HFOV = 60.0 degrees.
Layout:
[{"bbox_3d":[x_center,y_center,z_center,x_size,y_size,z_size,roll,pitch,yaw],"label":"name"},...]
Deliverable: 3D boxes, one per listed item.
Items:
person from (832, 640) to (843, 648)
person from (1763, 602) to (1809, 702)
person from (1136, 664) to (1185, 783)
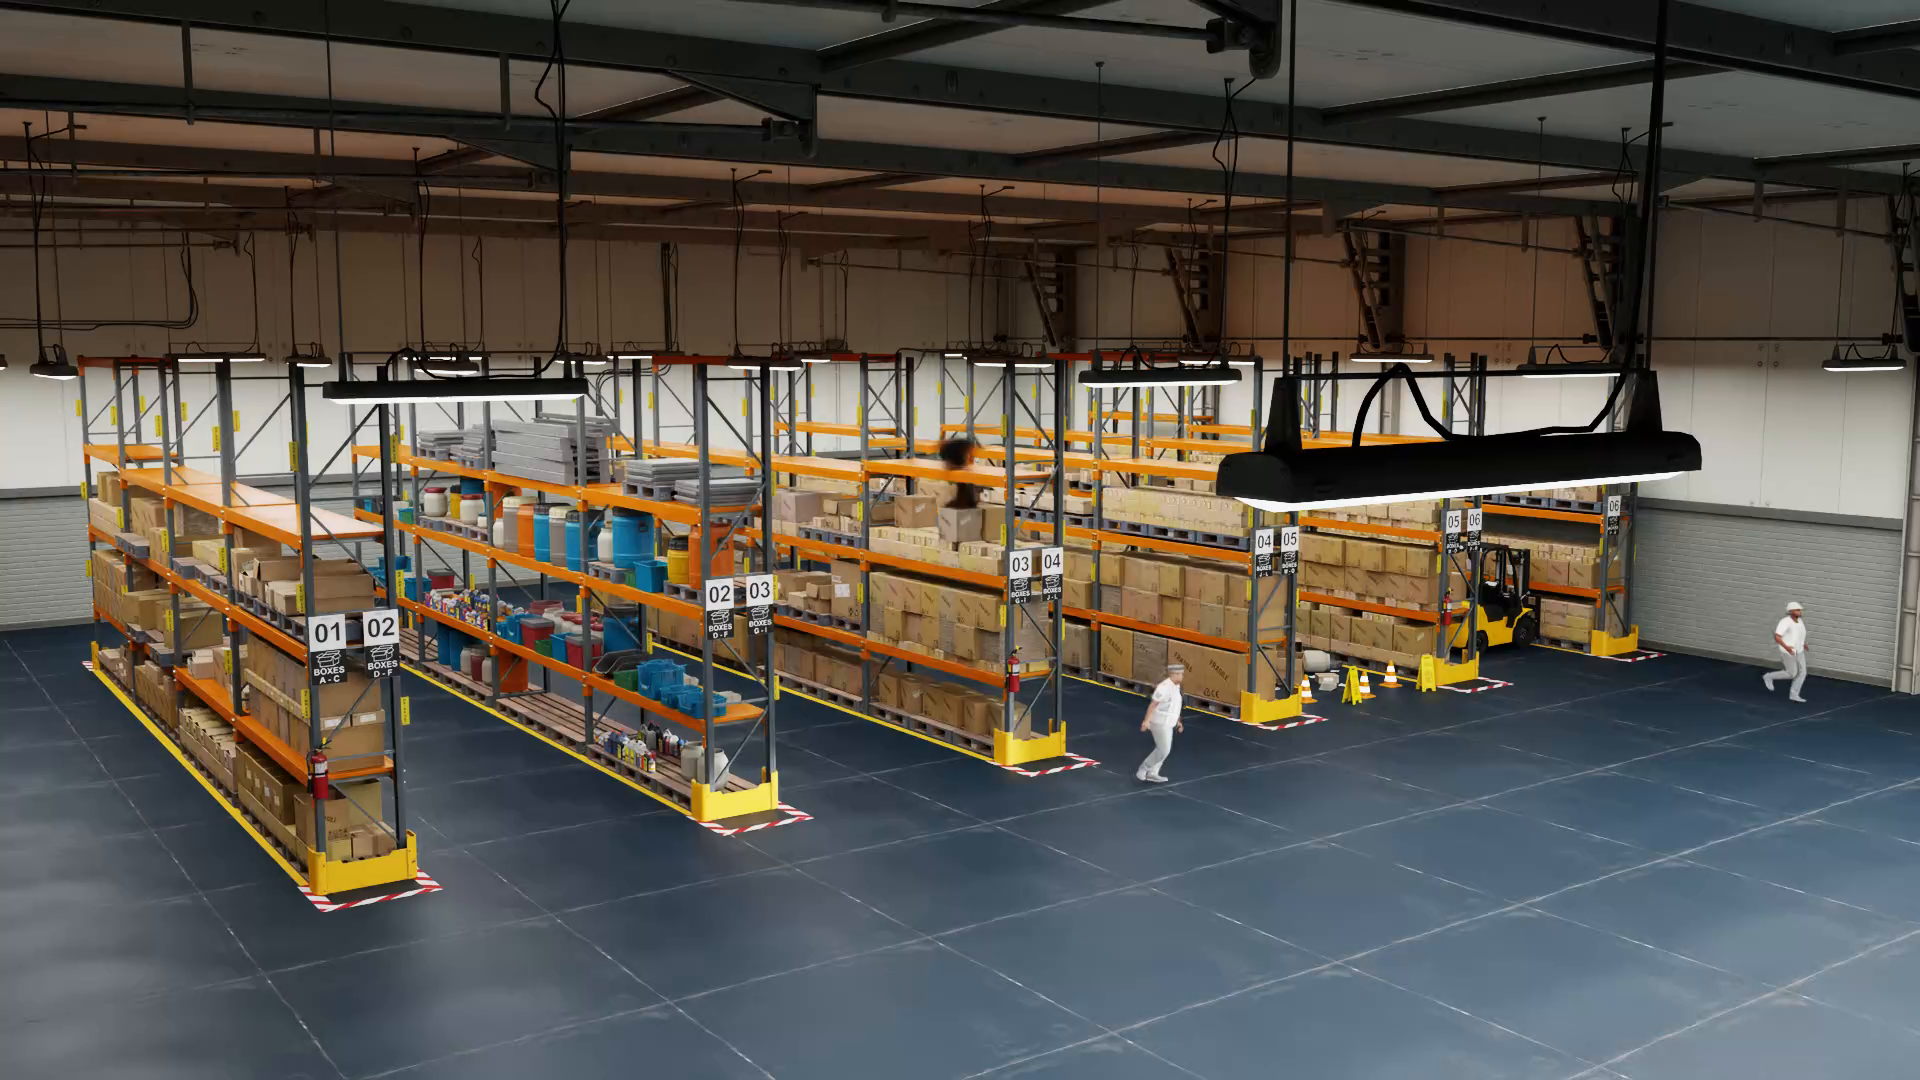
[{"bbox_3d":[-2.342,1.528,32.816,0.569,1.732,0.715,-6,9,-39],"label":"person"},{"bbox_3d":[14.573,1.945,29.195,0.714,1.743,0.765,-5,8,-34],"label":"person"},{"bbox_3d":[2.877,2.619,23.738,0.587,1.708,0.707,4,8,28],"label":"person"}]
